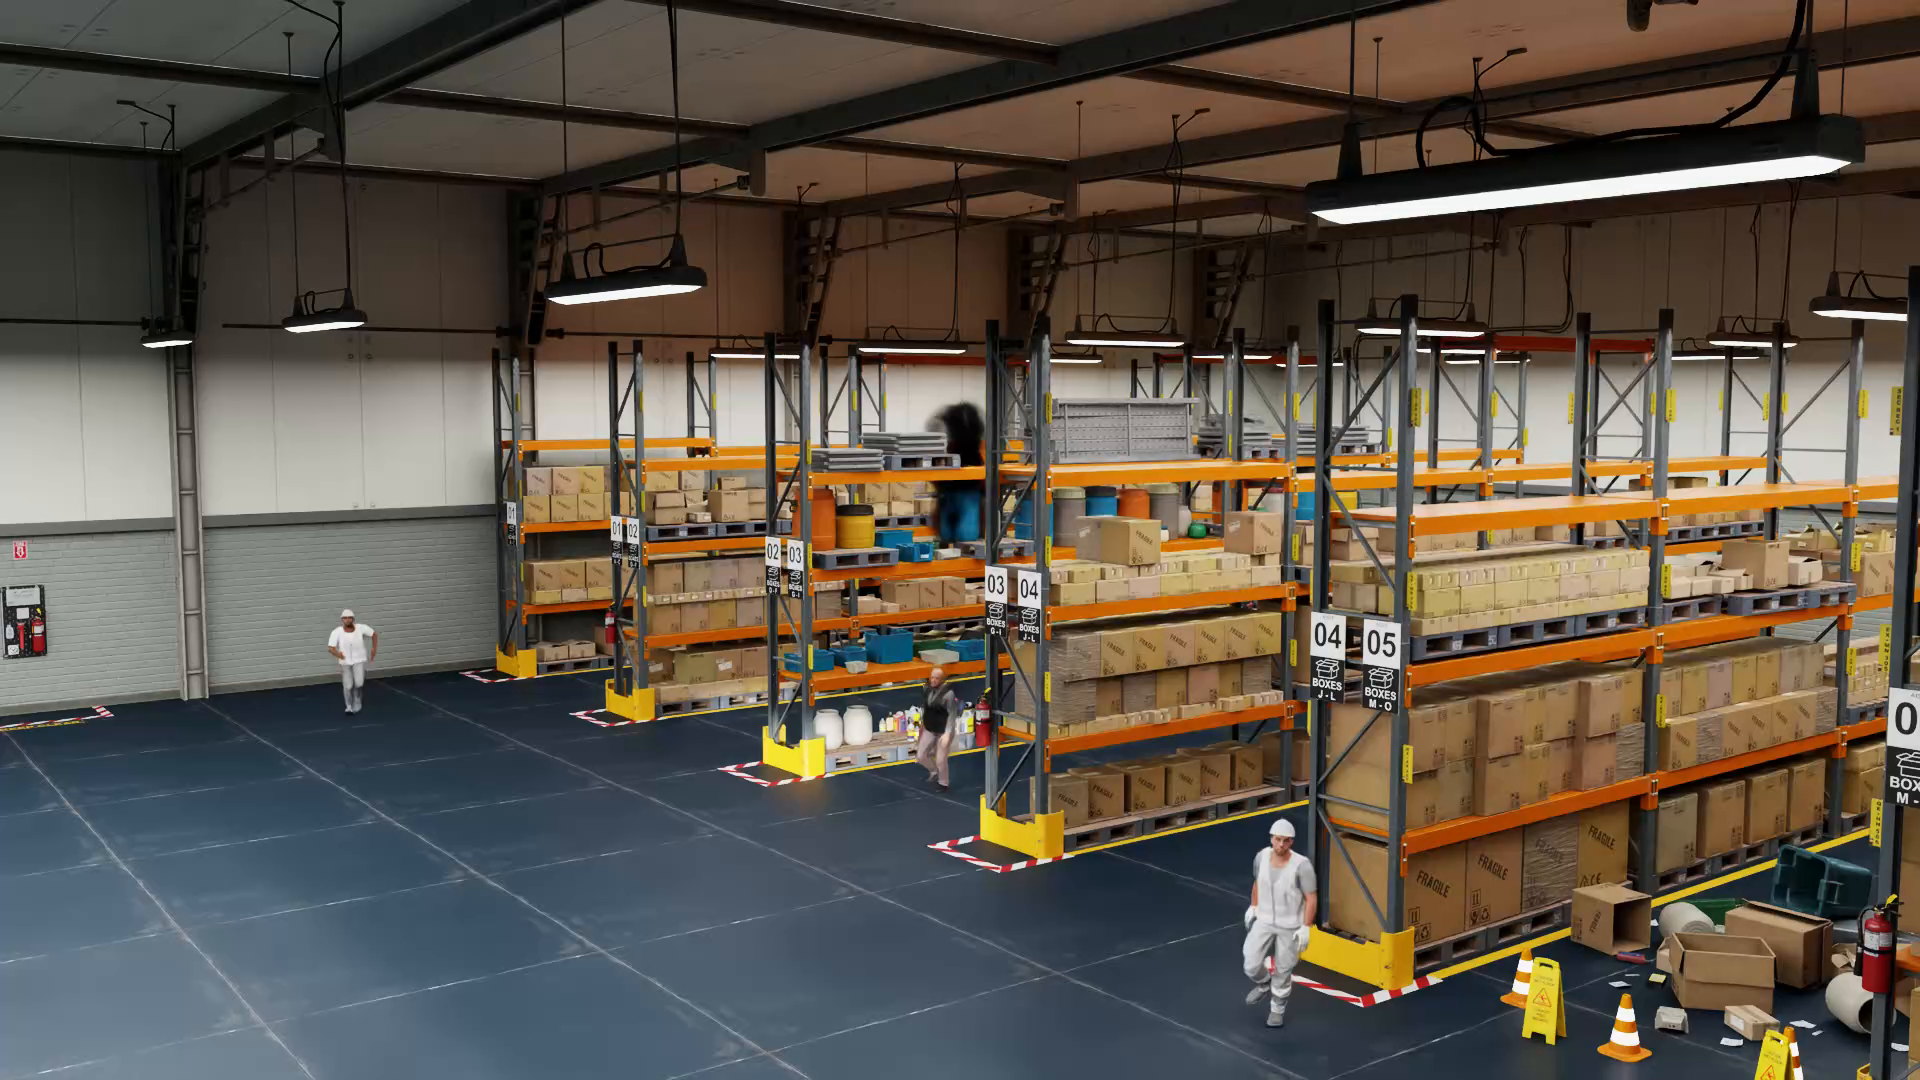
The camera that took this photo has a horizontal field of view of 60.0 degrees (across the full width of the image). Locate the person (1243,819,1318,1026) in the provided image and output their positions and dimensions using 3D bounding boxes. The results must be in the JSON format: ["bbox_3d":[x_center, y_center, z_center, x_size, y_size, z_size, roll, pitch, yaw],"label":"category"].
[{"bbox_3d":[2.587,3.103,13.490,0.665,1.757,0.578,3,6,28],"label":"person"}]

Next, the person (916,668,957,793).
[{"bbox_3d":[-0.266,2.450,21.428,0.666,1.669,0.569,4,6,35],"label":"person"}]

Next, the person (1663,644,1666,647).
[{"bbox_3d":[9.847,2.242,23.718,0.566,1.718,0.695,5,7,44],"label":"person"}]

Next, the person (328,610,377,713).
[{"bbox_3d":[-9.715,1.953,26.619,0.722,1.704,0.787,-1,5,-16],"label":"person"}]
